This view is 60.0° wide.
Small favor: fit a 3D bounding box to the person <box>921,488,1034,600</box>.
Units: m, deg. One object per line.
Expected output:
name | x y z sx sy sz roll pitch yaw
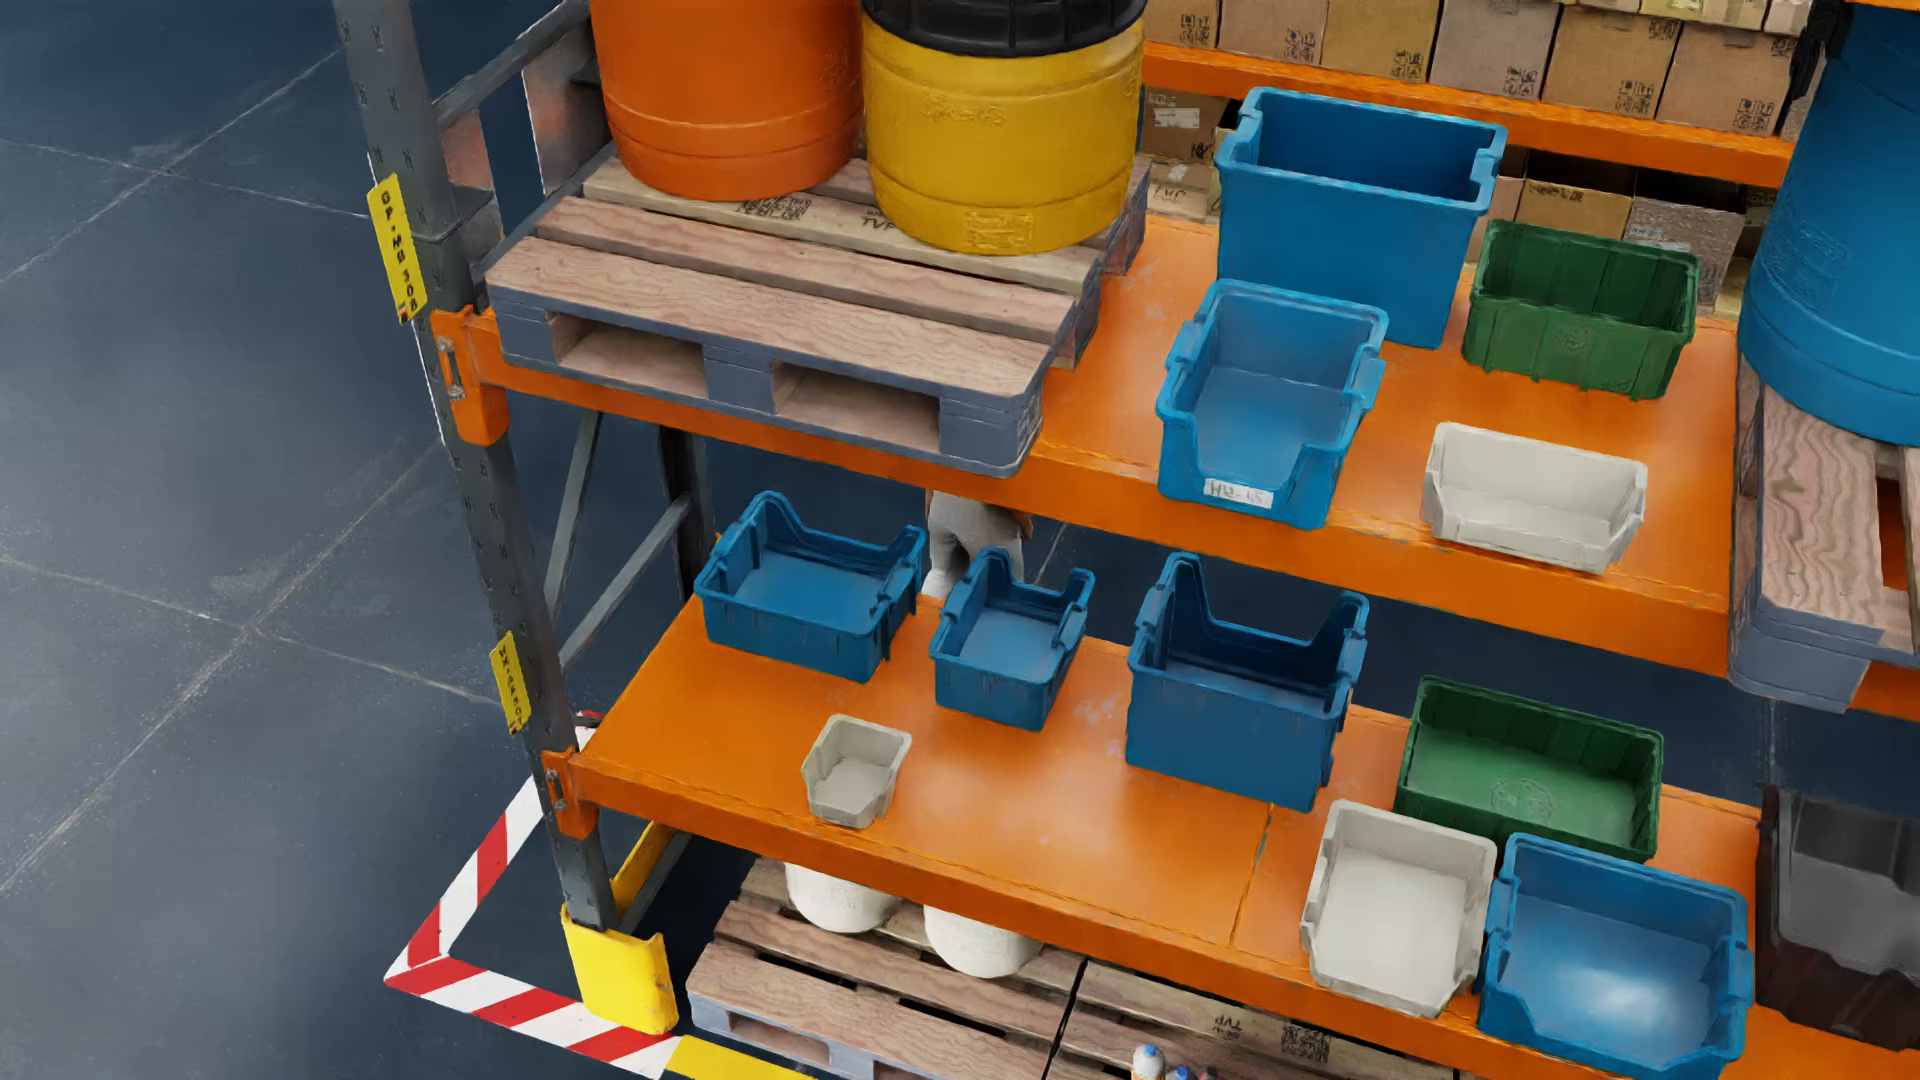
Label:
person | 0.053 -0.075 6.253 0.537 1.674 0.397 29 49 28
